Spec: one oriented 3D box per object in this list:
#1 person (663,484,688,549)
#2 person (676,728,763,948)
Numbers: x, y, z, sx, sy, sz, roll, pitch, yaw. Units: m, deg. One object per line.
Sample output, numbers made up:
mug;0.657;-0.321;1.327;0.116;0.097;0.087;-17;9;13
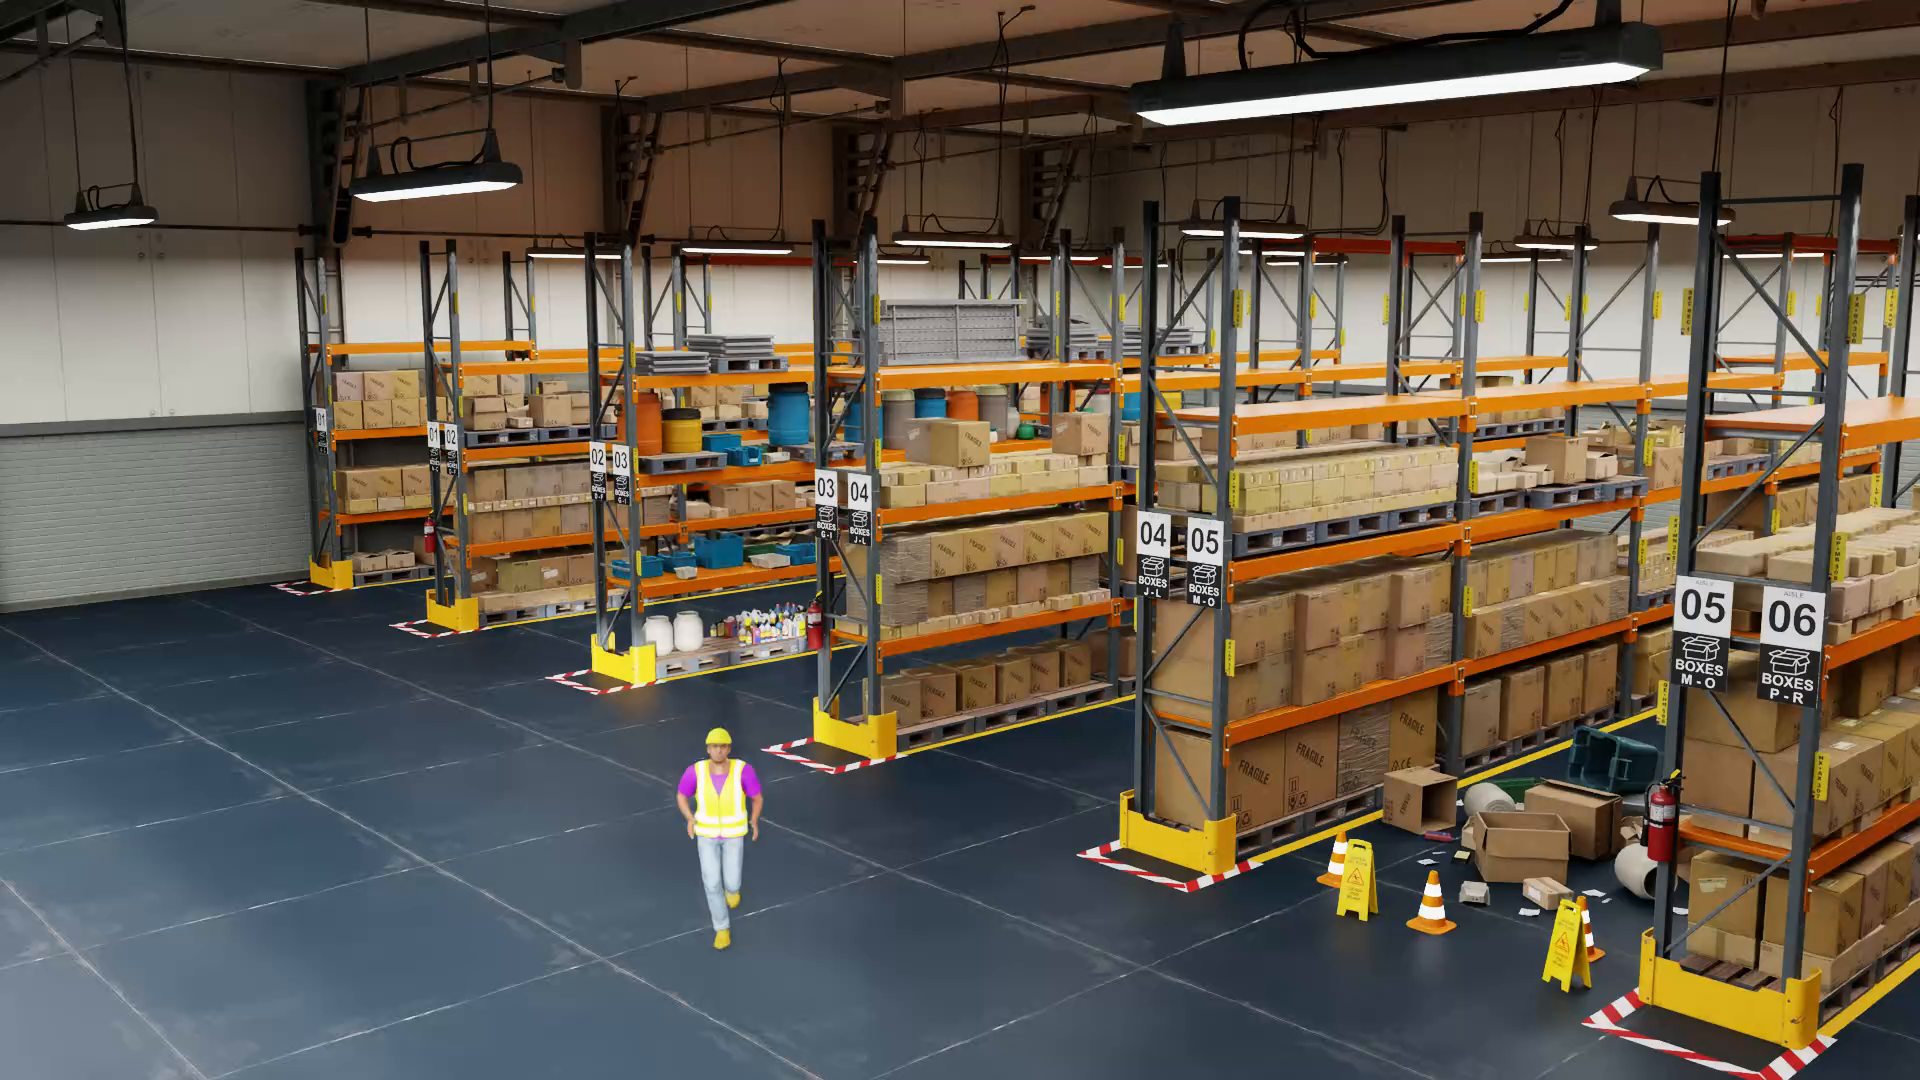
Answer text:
person;-5.359;-0.271;31.455;0.588;1.669;0.834;7;11;38
person;-1.945;2.362;13.467;0.701;1.735;0.702;-1;8;-7
